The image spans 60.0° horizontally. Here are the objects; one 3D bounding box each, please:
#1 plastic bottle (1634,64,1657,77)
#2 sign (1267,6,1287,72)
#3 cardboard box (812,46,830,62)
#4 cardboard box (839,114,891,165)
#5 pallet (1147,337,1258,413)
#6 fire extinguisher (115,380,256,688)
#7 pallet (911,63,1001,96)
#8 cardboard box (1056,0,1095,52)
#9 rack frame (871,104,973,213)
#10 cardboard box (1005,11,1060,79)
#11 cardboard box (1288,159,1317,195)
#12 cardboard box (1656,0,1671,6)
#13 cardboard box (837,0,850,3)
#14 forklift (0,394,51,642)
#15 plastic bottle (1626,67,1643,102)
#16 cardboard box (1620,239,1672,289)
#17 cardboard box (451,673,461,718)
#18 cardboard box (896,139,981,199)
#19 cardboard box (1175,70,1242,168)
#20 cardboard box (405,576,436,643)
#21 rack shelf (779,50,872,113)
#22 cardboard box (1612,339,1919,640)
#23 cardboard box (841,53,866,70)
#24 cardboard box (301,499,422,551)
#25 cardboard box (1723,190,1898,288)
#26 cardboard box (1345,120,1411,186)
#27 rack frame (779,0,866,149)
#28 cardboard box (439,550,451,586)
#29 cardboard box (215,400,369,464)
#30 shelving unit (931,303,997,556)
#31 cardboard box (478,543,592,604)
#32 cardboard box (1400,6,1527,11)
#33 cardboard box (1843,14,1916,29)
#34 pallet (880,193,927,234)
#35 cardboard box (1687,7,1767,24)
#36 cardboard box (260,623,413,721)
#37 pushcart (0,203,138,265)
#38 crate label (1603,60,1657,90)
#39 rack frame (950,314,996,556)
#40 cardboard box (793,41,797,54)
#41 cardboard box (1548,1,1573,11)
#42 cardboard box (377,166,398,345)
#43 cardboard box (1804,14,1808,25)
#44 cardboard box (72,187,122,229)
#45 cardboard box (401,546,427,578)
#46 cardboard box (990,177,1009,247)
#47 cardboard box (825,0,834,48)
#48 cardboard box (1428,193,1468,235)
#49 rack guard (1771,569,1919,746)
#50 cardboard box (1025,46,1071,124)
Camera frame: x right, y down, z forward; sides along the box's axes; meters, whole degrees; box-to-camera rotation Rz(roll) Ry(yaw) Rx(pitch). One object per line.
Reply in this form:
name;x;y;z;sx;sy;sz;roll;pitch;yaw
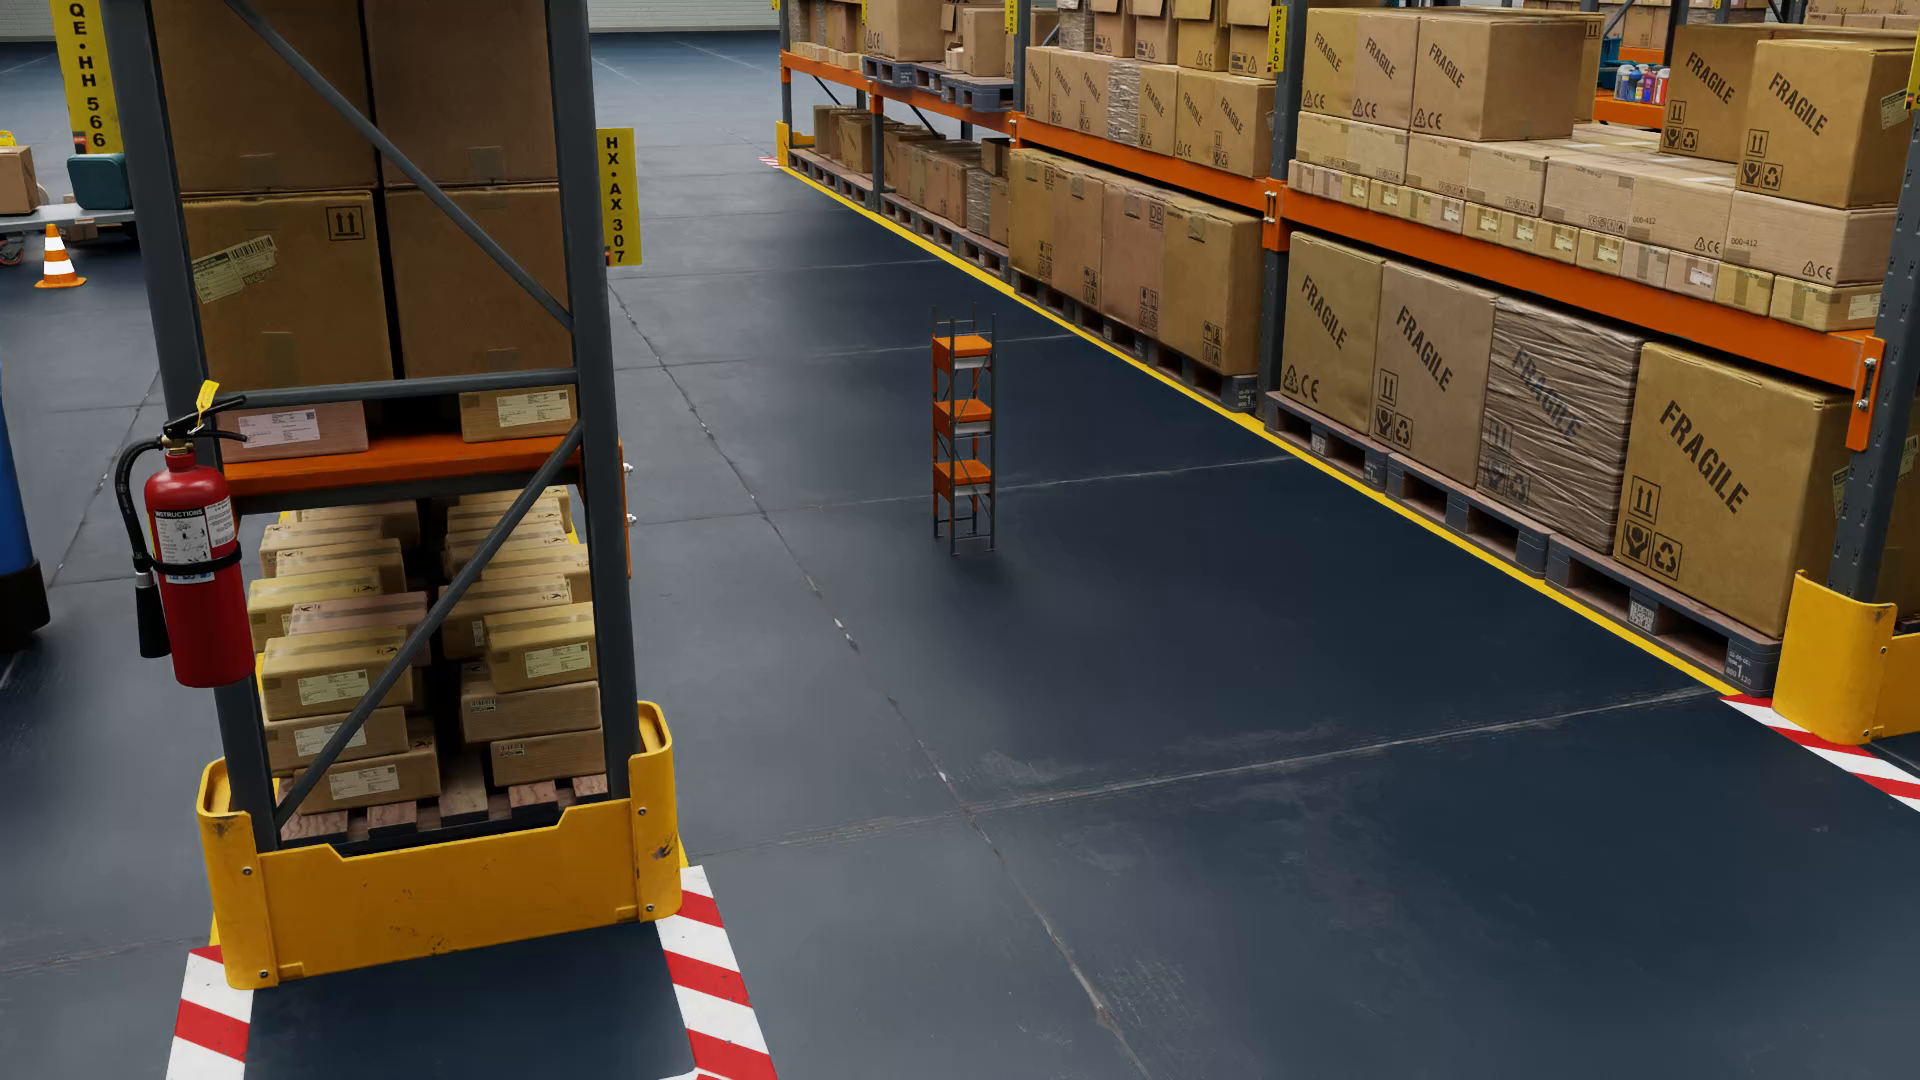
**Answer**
plastic bottle;5.565;-3.726;13.536;0.152;0.276;0.135;-6;21;-17
sign;1.635;-2.578;8.562;0.100;0.325;0.005;-6;21;-17
cardboard box;-1.382;-5.256;17.983;0.380;0.149;0.250;-6;21;-17
cardboard box;-1.045;-4.410;18.334;0.500;0.500;0.500;-4;20;-12
pallet;1.833;-1.059;10.052;1.003;0.211;1.213;-6;21;-17
fire extinguisher;-1.695;-0.012;3.677;0.296;0.674;0.183;-6;21;-17
pallet;0.228;-3.956;14.276;1.003;0.211;1.213;-6;21;-17
cardboard box;1.104;-3.698;11.643;0.797;0.503;0.637;-6;21;-15
rack frame;-0.368;-4.699;16.061;1.000;3.000;0.127;-6;21;-17
cardboard box;0.682;-3.829;12.870;0.500;0.500;0.500;-9;22;-24
cardboard box;1.924;-1.883;8.593;0.380;0.149;0.250;-6;21;-17
cardboard box;8.505;-6.414;19.730;0.380;0.149;0.250;-6;21;-17
cardboard box;-0.929;-5.632;16.592;0.500;0.500;0.500;-6;21;-17
forklift;-4.998;-1.112;6.178;3.031;2.935;1.130;11;23;29
plastic bottle;5.431;-3.667;13.380;0.097;0.271;0.097;0;20;0
cardboard box;2.740;-1.053;6.284;0.380;0.149;0.250;-6;21;-16
cardboard box;-1.442;0.434;5.366;0.380;0.149;0.250;-6;21;-17
cardboard box;-0.195;-3.530;15.854;0.700;0.500;0.500;-8;21;-21
cardboard box;1.592;-2.459;9.678;0.500;0.500;0.500;-6;21;-16
cardboard box;-1.925;0.248;5.445;0.380;0.149;0.250;-7;21;-18
rack shelf;-0.996;-5.002;17.969;1.077;0.370;4.000;-6;21;-17
cardboard box;3.127;-0.242;6.176;0.875;0.875;0.875;-6;21;-17
cardboard box;-0.990;-4.854;16.866;0.380;0.149;0.250;-6;21;-17
cardboard box;-2.106;-0.055;5.848;0.380;0.149;0.250;-7;21;-19
cardboard box;3.000;-1.045;5.669;0.500;0.250;0.500;-7;21;-18
cardboard box;2.197;-1.862;7.945;0.500;0.250;0.500;-6;21;-17
rack frame;-1.625;-5.982;19.635;1.000;3.000;0.127;-6;21;-17
cardboard box;-1.602;0.123;5.792;0.380;0.149;0.250;-7;21;-20
cardboard box;-1.707;-0.310;4.213;0.380;0.149;0.250;-6;21;-17
shelving unit;0.017;-0.477;7.191;0.215;1.050;0.252;-6;21;-17
cardboard box;-1.337;0.136;5.315;0.380;0.149;0.250;-6;21;-17
cardboard box;2.545;-2.435;8.430;0.500;0.500;0.500;-6;21;-16
cardboard box;9.587;-5.219;17.362;0.500;0.500;0.500;-6;21;-17
pallet;-0.122;-3.137;15.837;1.003;0.211;1.213;-6;21;-17
cardboard box;8.892;-5.939;19.366;0.700;0.500;0.500;-7;21;-19
cardboard box;-1.743;0.368;4.671;0.380;0.149;0.250;-6;21;-17
pushcart;-7.627;-2.670;14.292;1.648;0.377;0.936;-15;25;-36
crate label;5.815;-4.038;14.468;0.303;0.233;0.416;-6;21;-17
rack frame;0.055;-0.438;7.082;0.200;1.050;0.008;-6;21;-17
cardboard box;-1.701;-5.665;19.123;0.380;0.149;0.250;-6;21;-17
cardboard box;8.085;-6.762;21.656;0.700;0.500;0.500;-6;21;-16
cardboard box;-1.879;-0.823;4.683;0.500;0.500;0.500;-7;21;-18
cardboard box;12.334;-7.310;23.522;0.500;0.250;0.500;-7;21;-19
cardboard box;-7.775;-3.225;15.449;0.797;0.637;0.503;-6;21;-17
cardboard box;-2.183;0.146;6.168;0.380;0.149;0.250;-6;21;-16
cardboard box;0.660;-2.659;13.428;0.700;0.500;0.500;-8;21;-20
cardboard box;-0.945;-5.516;17.747;0.875;0.500;0.500;-6;21;-17
cardboard box;2.332;-1.467;7.435;0.380;0.149;0.250;-6;21;-17
rack guard;3.412;0.336;5.741;1.175;0.500;0.348;-6;21;-17
cardboard box;0.784;-3.277;11.955;0.500;0.500;0.500;-6;21;-16
